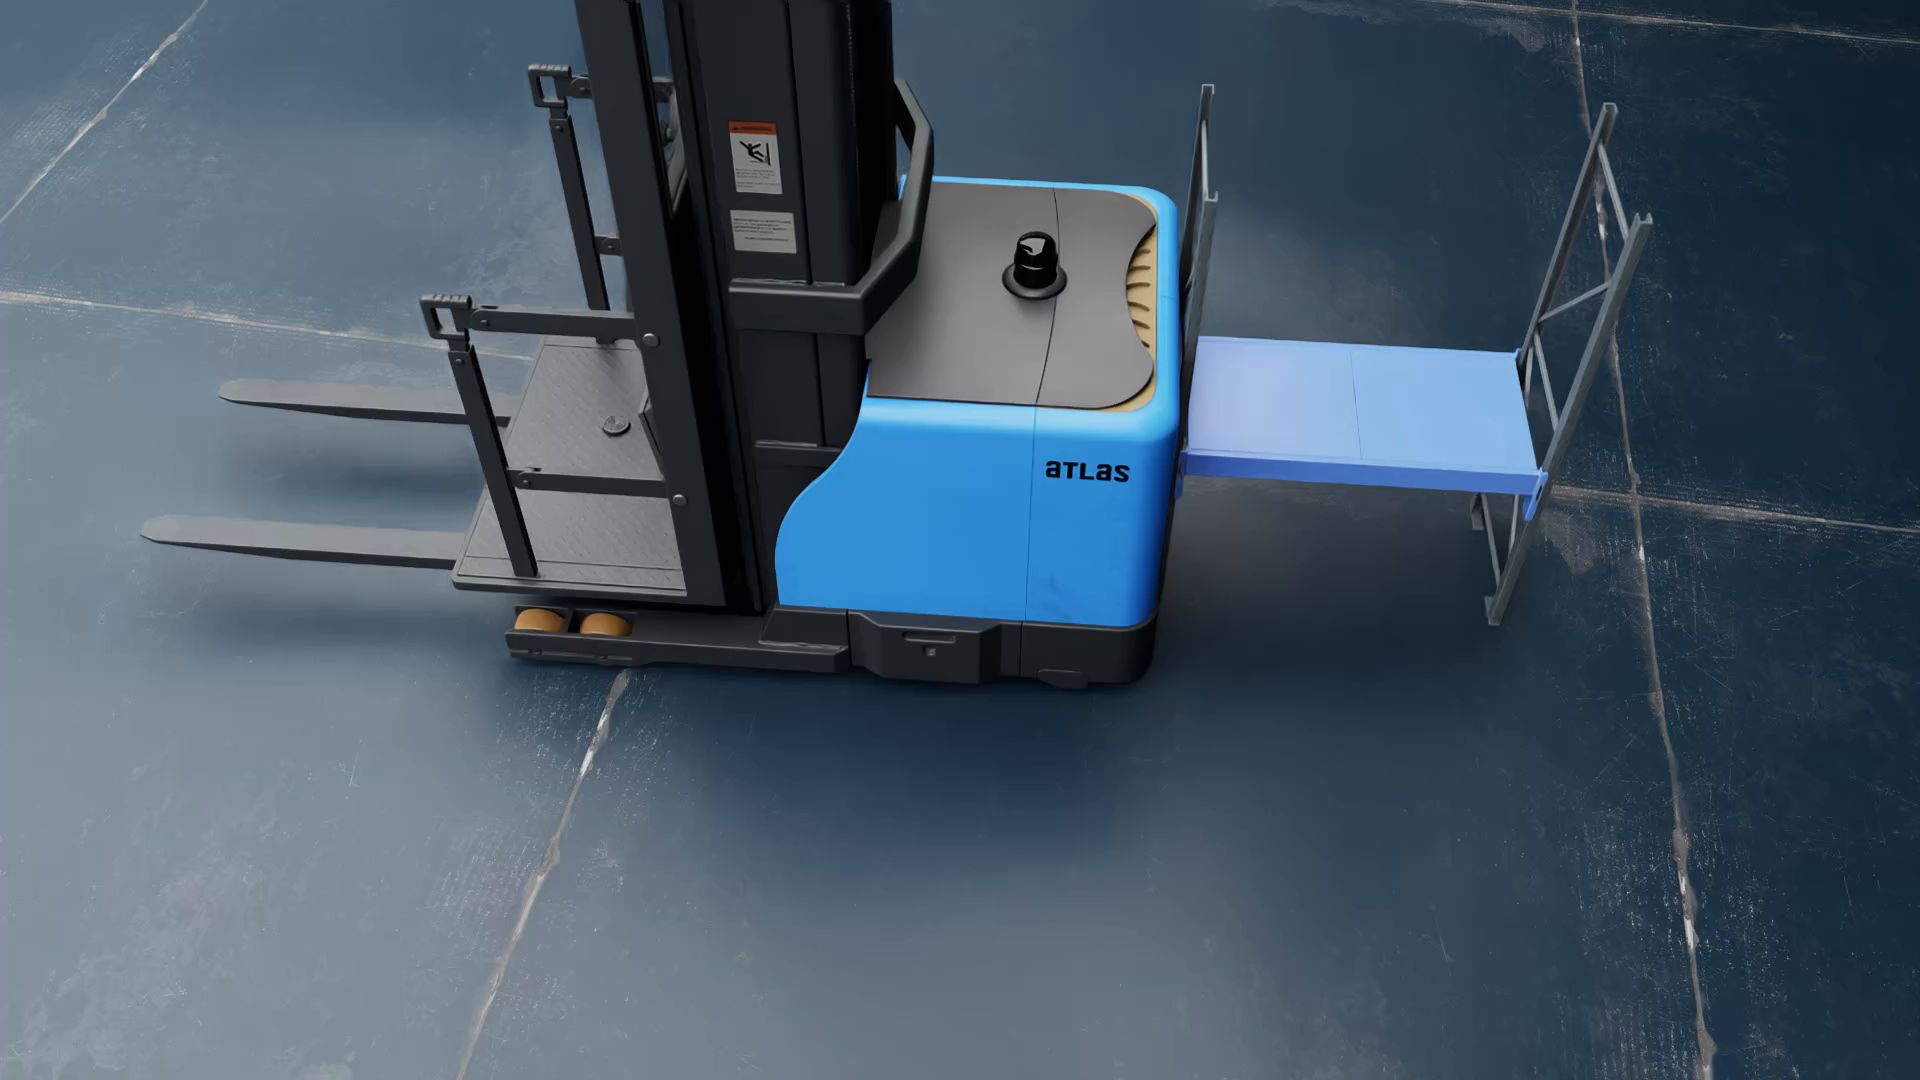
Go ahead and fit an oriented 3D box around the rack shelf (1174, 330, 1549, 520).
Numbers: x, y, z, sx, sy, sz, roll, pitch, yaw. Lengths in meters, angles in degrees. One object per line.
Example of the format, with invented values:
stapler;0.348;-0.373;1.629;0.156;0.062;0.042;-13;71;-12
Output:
rack shelf;1.126;-0.338;4.788;1.000;0.185;0.538;4;48;3

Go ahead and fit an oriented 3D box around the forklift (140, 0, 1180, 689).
forklift;-0.915;-0.997;4.176;3.031;2.935;1.130;4;48;3

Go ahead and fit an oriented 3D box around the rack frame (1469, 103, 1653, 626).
rack frame;1.632;-0.427;4.625;0.032;1.500;0.500;4;48;3

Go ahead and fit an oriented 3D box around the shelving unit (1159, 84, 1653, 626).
shelving unit;1.126;-0.459;4.654;1.048;1.500;0.538;4;48;3

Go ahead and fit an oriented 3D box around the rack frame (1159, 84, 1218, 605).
rack frame;0.619;-0.491;4.683;0.032;1.500;0.500;4;48;3
